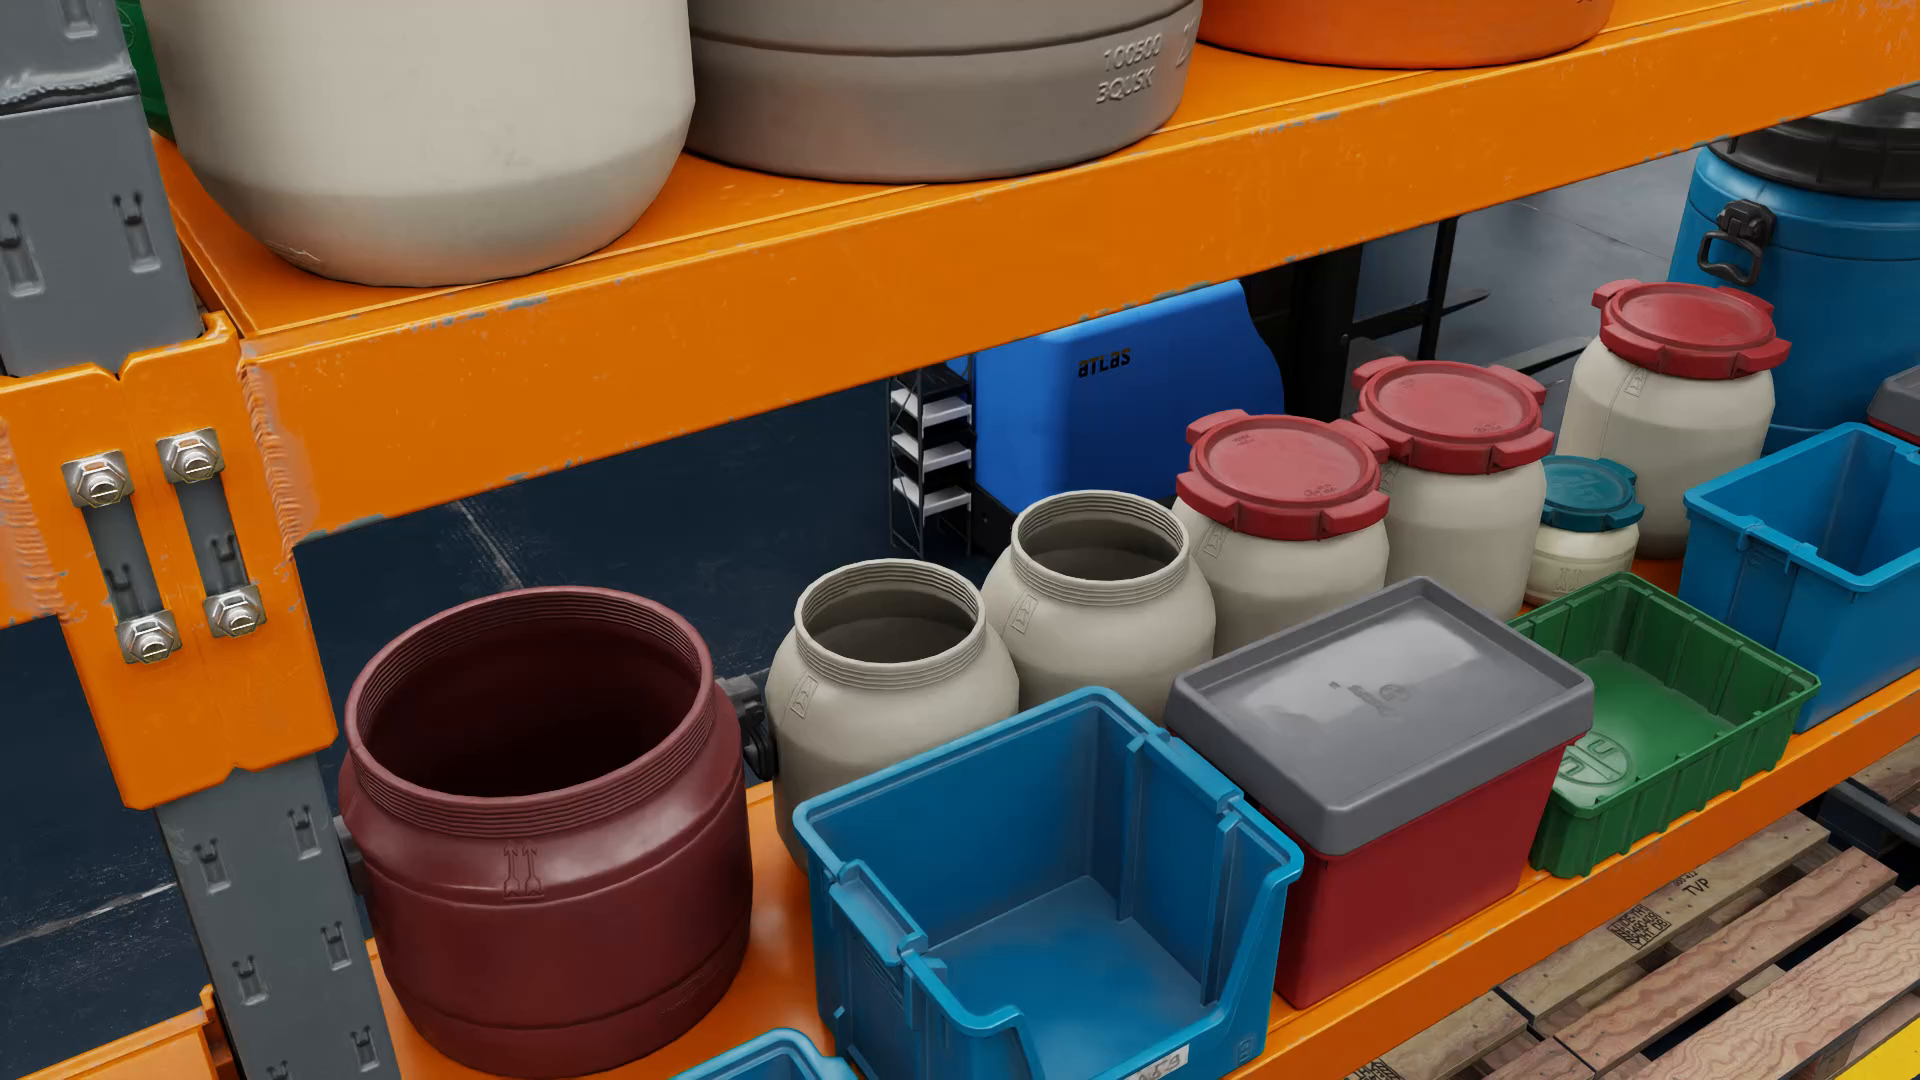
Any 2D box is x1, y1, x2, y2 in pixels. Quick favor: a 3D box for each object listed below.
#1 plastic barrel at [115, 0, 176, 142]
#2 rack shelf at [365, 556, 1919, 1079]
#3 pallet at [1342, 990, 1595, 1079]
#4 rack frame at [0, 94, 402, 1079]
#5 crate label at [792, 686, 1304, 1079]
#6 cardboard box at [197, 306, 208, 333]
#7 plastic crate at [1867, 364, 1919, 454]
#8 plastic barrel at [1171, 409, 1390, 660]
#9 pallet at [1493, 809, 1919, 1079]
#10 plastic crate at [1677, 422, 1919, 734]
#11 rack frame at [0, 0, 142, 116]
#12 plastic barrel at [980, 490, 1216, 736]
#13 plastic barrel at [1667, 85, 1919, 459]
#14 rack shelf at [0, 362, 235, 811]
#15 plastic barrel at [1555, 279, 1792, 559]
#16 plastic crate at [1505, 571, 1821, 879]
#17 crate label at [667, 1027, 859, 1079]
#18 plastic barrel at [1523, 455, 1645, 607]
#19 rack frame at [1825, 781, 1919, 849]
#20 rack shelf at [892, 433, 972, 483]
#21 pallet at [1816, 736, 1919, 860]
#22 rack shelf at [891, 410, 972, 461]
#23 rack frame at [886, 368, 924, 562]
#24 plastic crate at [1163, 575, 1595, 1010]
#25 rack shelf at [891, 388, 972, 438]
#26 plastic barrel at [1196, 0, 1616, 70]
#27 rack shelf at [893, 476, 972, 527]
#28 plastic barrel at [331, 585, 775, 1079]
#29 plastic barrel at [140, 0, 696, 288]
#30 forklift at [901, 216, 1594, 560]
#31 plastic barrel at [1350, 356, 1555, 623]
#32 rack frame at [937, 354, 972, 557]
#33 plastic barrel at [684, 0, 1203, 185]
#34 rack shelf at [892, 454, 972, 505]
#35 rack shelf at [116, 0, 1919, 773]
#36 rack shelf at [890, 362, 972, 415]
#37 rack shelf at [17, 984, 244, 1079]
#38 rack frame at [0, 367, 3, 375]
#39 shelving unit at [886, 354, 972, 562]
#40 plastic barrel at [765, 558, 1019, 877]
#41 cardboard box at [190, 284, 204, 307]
[{"bbox_3d":[-0.681,-0.527,1.608,0.294,0.245,0.294,0,32,0],"label":"plastic barrel"},{"bbox_3d":[0.820,0.496,3.326,4.000,0.370,1.077,-19,37,-27],"label":"rack shelf"},{"bbox_3d":[0.836,1.392,3.845,1.213,0.211,1.003,-19,37,-27],"label":"pallet"},{"bbox_3d":[-0.861,0.770,2.218,0.127,3.000,1.000,-19,37,-27],"label":"rack frame"},{"bbox_3d":[0.121,0.589,2.471,0.616,0.435,0.502,-19,37,-27],"label":"crate label"},{"bbox_3d":[-2.992,-0.782,6.609,0.500,0.500,0.700,-21,38,-30],"label":"cardboard box"},{"bbox_3d":[2.260,-0.136,3.594,0.583,0.464,0.402,-19,37,-27],"label":"plastic crate"},{"bbox_3d":[0.598,0.072,3.197,0.433,0.535,0.433,0,32,0],"label":"plastic barrel"},{"bbox_3d":[1.862,1.038,4.407,1.213,0.211,1.003,-19,37,-27],"label":"pallet"},{"bbox_3d":[1.742,0.079,3.328,0.575,0.384,0.392,-19,37,-27],"label":"plastic crate"},{"bbox_3d":[-0.861,-1.767,0.617,0.127,3.000,1.000,-19,37,-27],"label":"rack frame"},{"bbox_3d":[0.242,0.208,3.004,0.421,0.512,0.421,0,32,0],"label":"plastic barrel"},{"bbox_3d":[2.012,-0.622,3.955,0.708,0.901,0.600,-19,37,-27],"label":"plastic barrel"},{"bbox_3d":[-2.542,0.384,0.693,4.000,0.370,1.077,-19,37,-27],"label":"rack shelf"},{"bbox_3d":[1.578,-0.265,3.732,0.433,0.535,0.433,0,32,0],"label":"plastic barrel"},{"bbox_3d":[1.190,0.333,3.109,0.662,0.188,0.450,-19,37,-27],"label":"plastic crate"},{"bbox_3d":[-0.304,0.887,2.189,0.416,0.233,0.303,-19,37,-27],"label":"crate label"},{"bbox_3d":[1.306,-0.014,3.590,0.301,0.262,0.301,0,32,0],"label":"plastic barrel"},{"bbox_3d":[2.501,-0.386,4.051,0.127,3.000,1.000,-19,37,-27],"label":"rack frame"},{"bbox_3d":[-0.109,-0.316,5.970,0.200,0.077,0.258,-18,37,-26],"label":"rack shelf"},{"bbox_3d":[3.088,0.618,5.073,1.213,0.211,1.003,-19,37,-27],"label":"pallet"},{"bbox_3d":[-0.109,-0.392,5.922,0.200,0.077,0.258,-18,37,-26],"label":"rack shelf"},{"bbox_3d":[-0.196,-0.316,5.907,0.006,0.900,0.240,-18,37,-26],"label":"rack frame"},{"bbox_3d":[0.663,0.413,2.724,0.583,0.464,0.402,-19,37,-27],"label":"plastic crate"},{"bbox_3d":[-0.109,-0.468,5.874,0.200,0.077,0.258,-18,37,-26],"label":"rack shelf"},{"bbox_3d":[0.497,-1.009,1.825,0.708,0.830,0.600,-19,37,-27],"label":"plastic barrel"},{"bbox_3d":[-0.109,-0.164,6.066,0.200,0.077,0.258,-18,37,-26],"label":"rack shelf"},{"bbox_3d":[-0.635,0.443,2.609,0.708,0.536,0.600,-19,37,-27],"label":"plastic barrel"},{"bbox_3d":[-0.434,-0.498,1.312,0.421,0.512,0.421,0,32,0],"label":"plastic barrel"},{"bbox_3d":[1.297,-1.637,6.097,3.031,2.935,1.130,-18,37,-26],"label":"forklift"},{"bbox_3d":[0.962,-0.053,3.396,0.433,0.535,0.433,0,32,0],"label":"plastic barrel"},{"bbox_3d":[-0.023,-0.373,5.997,0.006,0.900,0.240,-18,37,-26],"label":"rack frame"},{"bbox_3d":[-0.053,-0.851,1.506,0.600,0.901,0.600,0,32,0],"label":"plastic barrel"},{"bbox_3d":[-0.109,-0.240,6.018,0.200,0.077,0.258,-18,37,-26],"label":"rack shelf"},{"bbox_3d":[0.820,-0.772,2.526,4.000,0.370,1.077,-19,37,-27],"label":"rack shelf"},{"bbox_3d":[-0.109,-0.544,5.826,0.200,0.077,0.258,-18,37,-26],"label":"rack shelf"},{"bbox_3d":[-2.542,1.653,1.493,4.000,0.370,1.077,-19,37,-27],"label":"rack shelf"},{"bbox_3d":[-3.544,-1.451,5.739,0.127,3.000,1.000,-19,37,-27],"label":"rack frame"},{"bbox_3d":[-0.109,-0.344,5.952,0.210,0.900,0.258,-18,37,-26],"label":"shelving unit"},{"bbox_3d":[-0.112,0.330,2.811,0.421,0.512,0.421,0,32,0],"label":"plastic barrel"},{"bbox_3d":[-2.998,-1.104,6.417,0.500,0.250,0.500,-17,36,-25],"label":"cardboard box"}]
